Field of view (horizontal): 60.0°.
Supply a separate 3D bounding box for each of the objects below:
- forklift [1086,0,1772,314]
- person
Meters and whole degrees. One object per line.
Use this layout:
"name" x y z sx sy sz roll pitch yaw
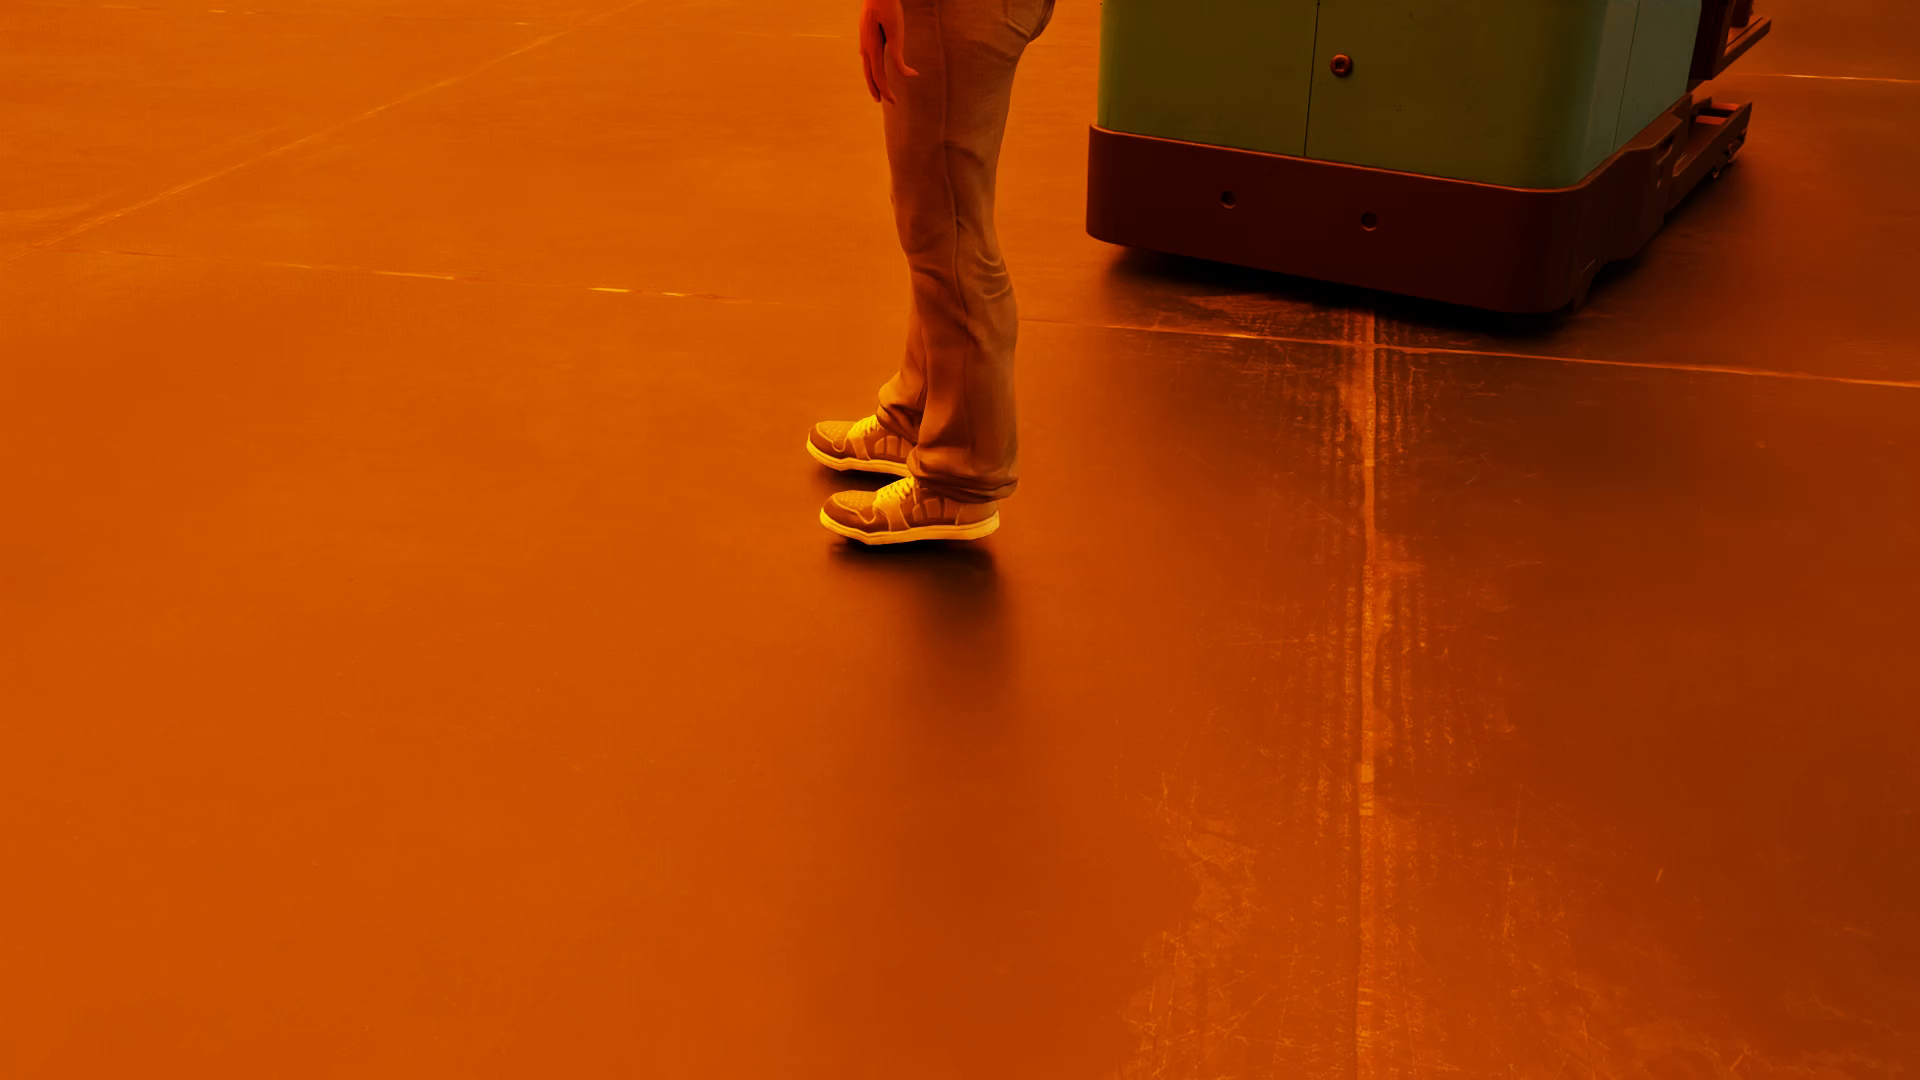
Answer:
"forklift" 1.498 -2.362 3.929 1.130 2.935 3.031 16 31 29
"person" -0.069 -0.733 2.164 0.475 1.597 0.520 6 27 11
